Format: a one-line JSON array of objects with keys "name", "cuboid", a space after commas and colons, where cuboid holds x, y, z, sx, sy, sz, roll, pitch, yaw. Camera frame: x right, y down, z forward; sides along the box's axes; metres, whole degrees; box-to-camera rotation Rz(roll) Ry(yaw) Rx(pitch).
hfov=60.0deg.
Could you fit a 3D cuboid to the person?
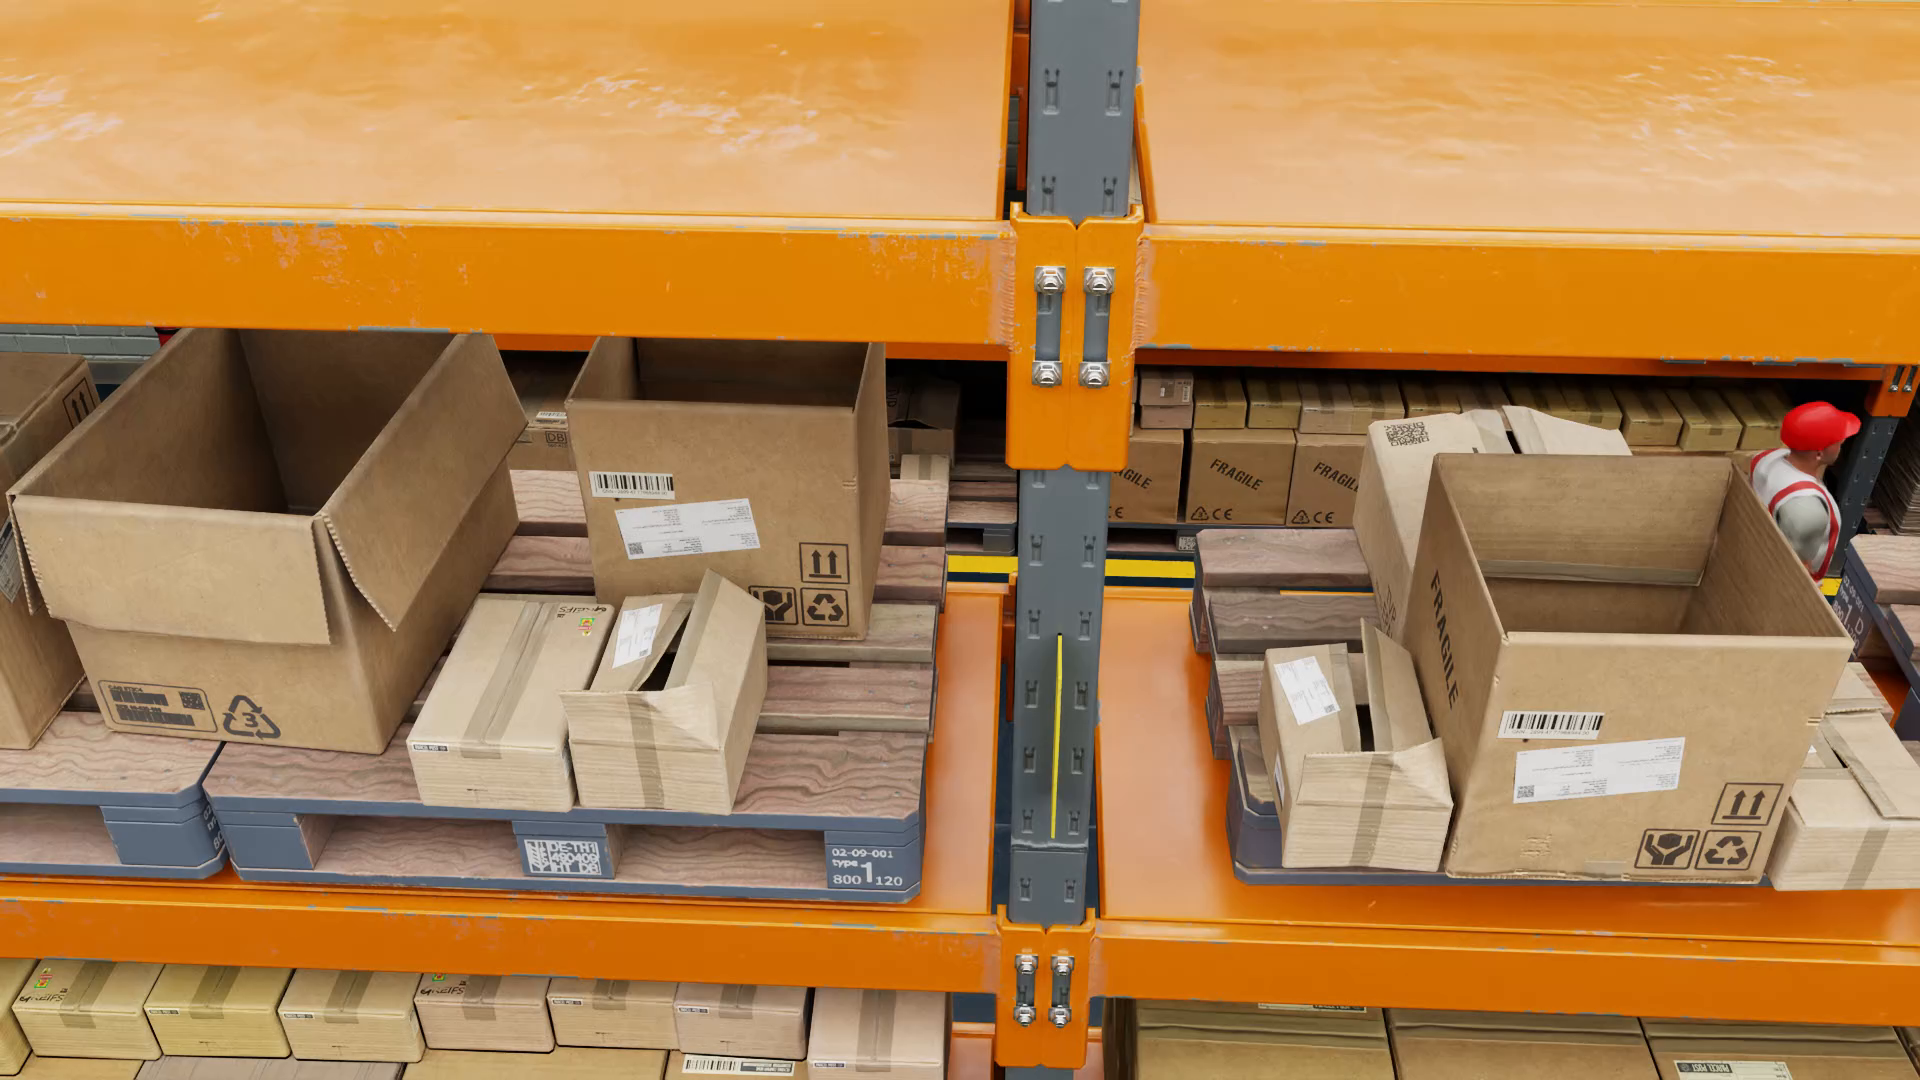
[{"name": "person", "cuboid": [3.291, 0.207, 6.793, 0.861, 1.761, 0.533, 7, 36, 9]}]
